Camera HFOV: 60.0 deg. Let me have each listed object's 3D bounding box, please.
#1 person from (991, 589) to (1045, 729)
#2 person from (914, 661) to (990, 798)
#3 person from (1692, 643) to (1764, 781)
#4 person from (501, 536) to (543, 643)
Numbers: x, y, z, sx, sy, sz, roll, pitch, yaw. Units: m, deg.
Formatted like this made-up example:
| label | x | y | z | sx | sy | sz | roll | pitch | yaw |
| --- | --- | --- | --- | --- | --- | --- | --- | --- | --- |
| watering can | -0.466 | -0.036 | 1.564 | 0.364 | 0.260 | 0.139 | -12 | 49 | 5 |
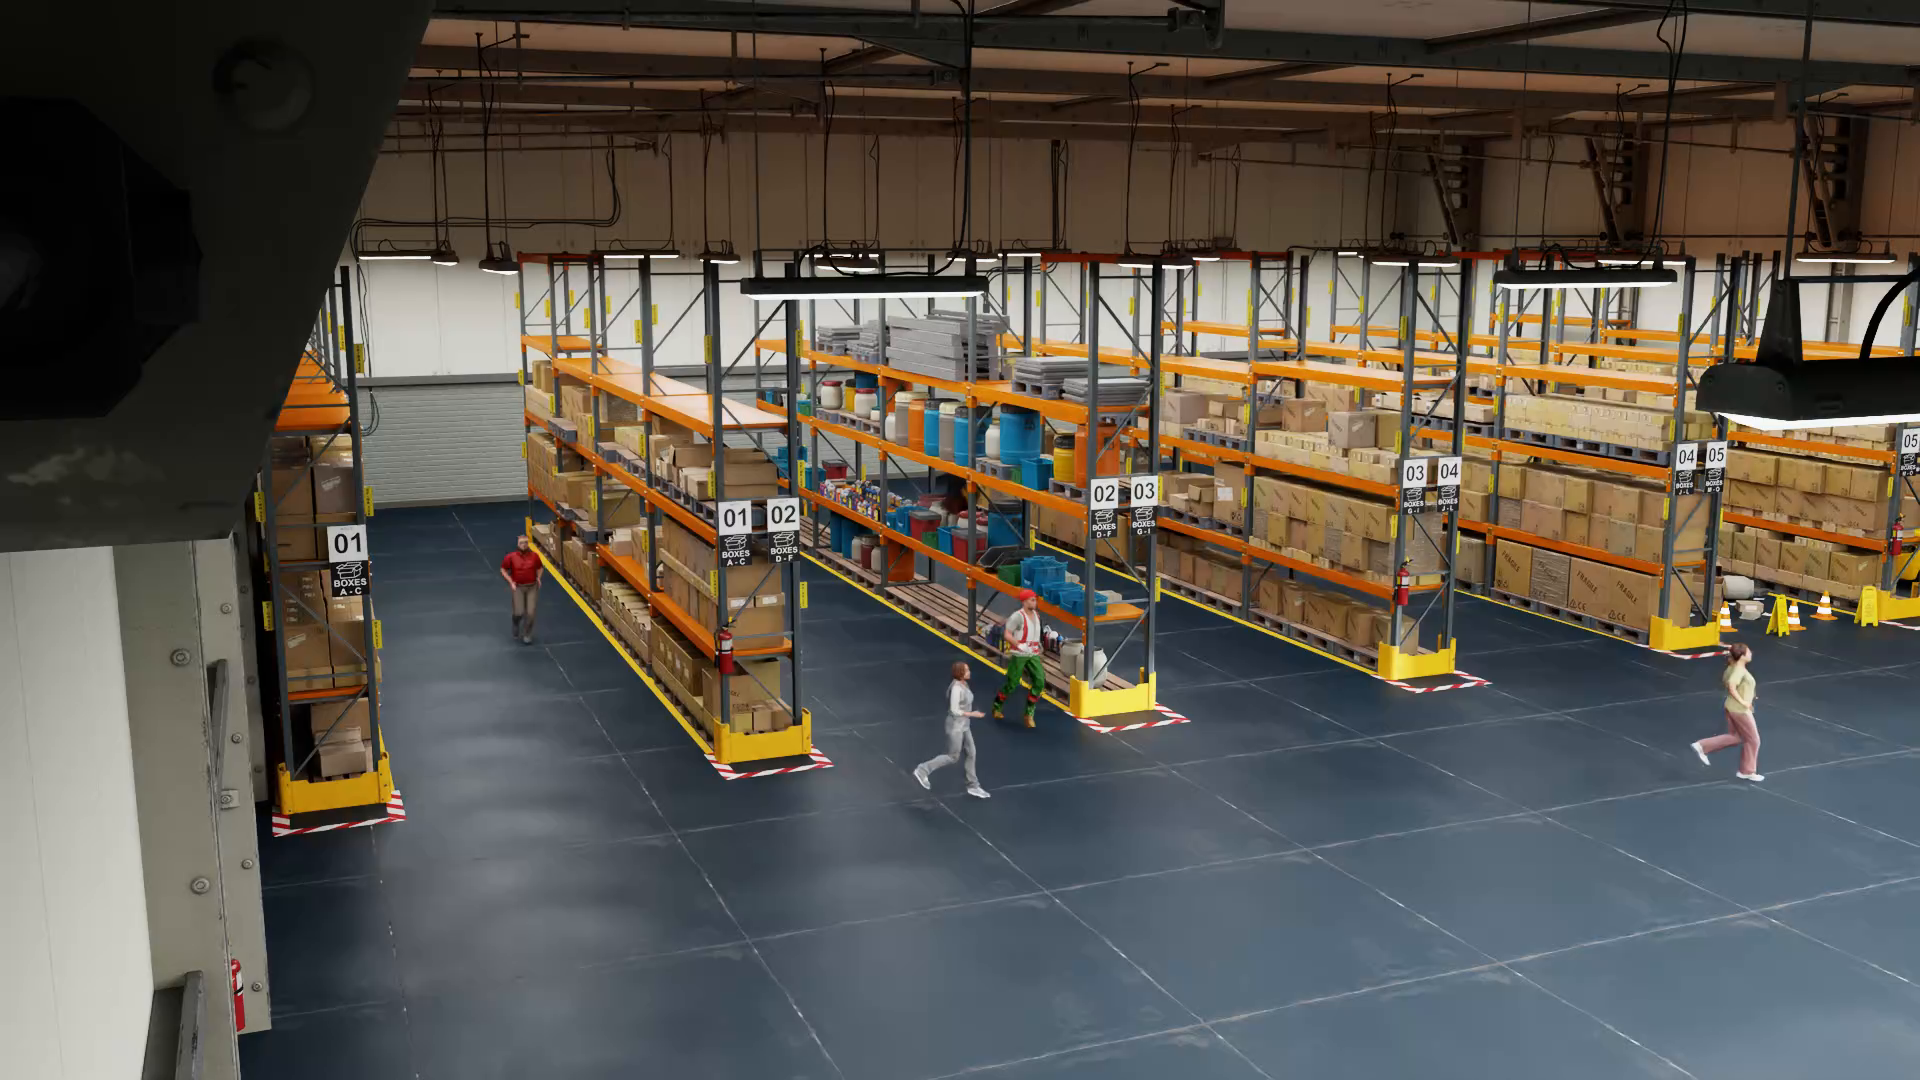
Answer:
| label | x | y | z | sx | sy | sz | roll | pitch | yaw |
| --- | --- | --- | --- | --- | --- | --- | --- | --- | --- |
| person | 0.843 | 1.530 | 21.818 | 0.722 | 1.802 | 0.707 | -8 | 13 | -39 |
| person | -0.079 | 2.149 | 18.915 | 0.860 | 1.599 | 0.550 | 2 | 11 | 9 |
| person | 9.079 | 2.019 | 19.521 | 0.818 | 1.651 | 0.579 | 1 | 10 | 8 |
| person | -6.847 | 0.775 | 26.122 | 0.644 | 1.679 | 0.595 | -5 | 12 | -27 |
